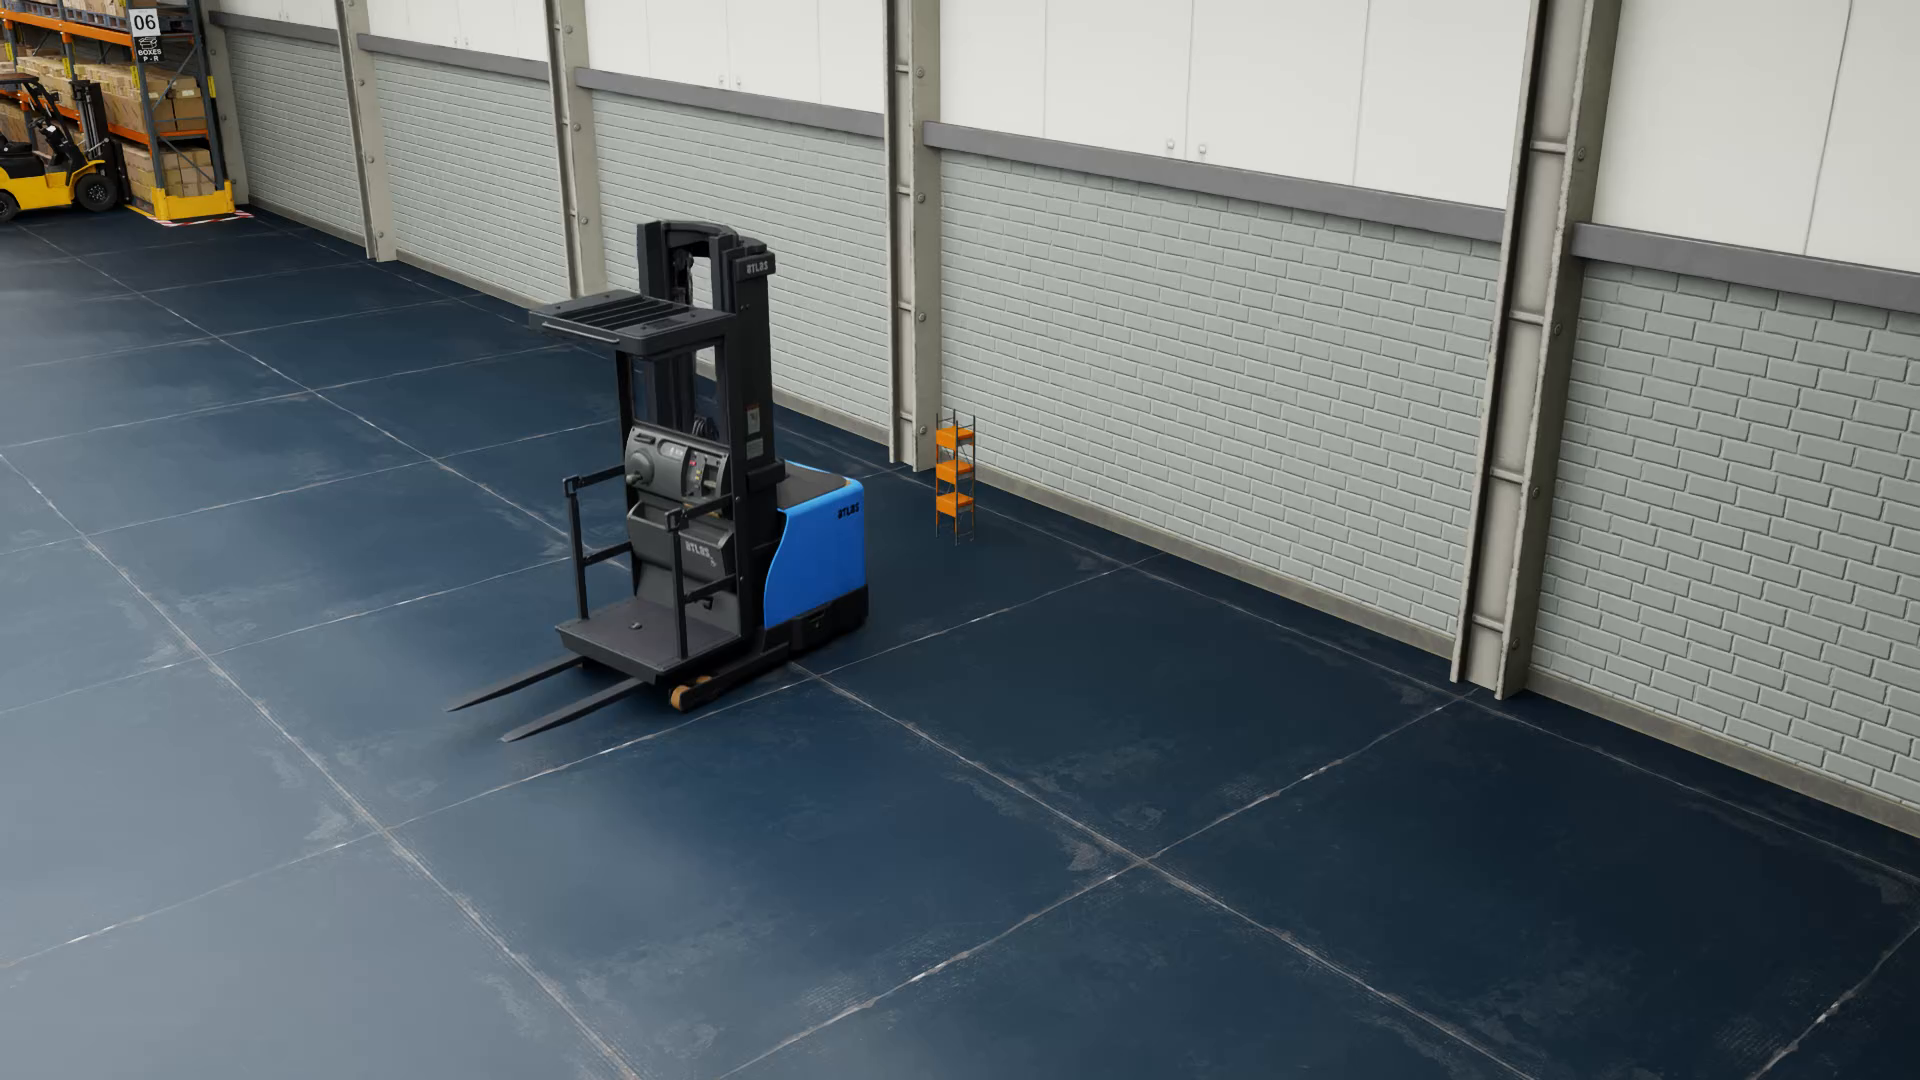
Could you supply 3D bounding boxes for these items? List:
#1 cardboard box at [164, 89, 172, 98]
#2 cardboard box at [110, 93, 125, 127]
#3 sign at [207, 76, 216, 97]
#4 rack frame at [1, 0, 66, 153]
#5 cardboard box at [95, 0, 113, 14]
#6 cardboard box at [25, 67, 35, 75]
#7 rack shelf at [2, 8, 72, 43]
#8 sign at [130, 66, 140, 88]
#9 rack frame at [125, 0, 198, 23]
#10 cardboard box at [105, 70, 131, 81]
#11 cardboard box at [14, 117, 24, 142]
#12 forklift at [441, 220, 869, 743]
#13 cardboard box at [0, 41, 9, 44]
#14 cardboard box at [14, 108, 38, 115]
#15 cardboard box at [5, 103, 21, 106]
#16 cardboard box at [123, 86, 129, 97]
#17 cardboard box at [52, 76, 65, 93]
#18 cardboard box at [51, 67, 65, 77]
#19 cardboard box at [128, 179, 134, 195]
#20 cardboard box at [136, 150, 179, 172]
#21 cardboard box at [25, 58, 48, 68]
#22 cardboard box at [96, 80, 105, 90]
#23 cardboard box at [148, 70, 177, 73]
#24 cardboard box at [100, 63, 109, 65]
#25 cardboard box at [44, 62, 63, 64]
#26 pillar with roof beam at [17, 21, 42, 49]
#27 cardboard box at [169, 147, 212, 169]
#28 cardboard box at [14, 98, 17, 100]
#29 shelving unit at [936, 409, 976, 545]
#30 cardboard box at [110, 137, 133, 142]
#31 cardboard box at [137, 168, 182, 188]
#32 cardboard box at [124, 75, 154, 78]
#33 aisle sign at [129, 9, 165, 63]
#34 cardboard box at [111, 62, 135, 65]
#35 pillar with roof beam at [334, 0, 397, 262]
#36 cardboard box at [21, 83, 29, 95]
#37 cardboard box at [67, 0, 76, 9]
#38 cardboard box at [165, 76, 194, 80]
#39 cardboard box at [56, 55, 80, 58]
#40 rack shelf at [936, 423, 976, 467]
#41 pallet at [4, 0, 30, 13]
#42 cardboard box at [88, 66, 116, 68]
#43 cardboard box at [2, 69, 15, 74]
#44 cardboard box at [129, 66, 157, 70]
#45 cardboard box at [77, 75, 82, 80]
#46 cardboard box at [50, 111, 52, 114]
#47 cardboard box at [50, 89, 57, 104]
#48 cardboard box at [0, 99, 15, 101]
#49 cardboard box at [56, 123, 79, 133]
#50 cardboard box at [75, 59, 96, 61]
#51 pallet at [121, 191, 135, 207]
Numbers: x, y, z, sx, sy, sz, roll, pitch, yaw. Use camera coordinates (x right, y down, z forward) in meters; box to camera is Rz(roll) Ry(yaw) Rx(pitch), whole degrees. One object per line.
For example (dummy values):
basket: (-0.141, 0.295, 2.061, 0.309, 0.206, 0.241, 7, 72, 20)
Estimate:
cardboard box: (-12.618, -7.225, 26.791, 0.380, 0.149, 0.250, -17, 27, -37)
cardboard box: (-13.570, -7.075, 27.297, 0.500, 0.500, 0.500, -18, 28, -38)
sign: (-11.959, -7.238, 26.556, 0.100, 0.325, 0.005, -17, 27, -37)
rack frame: (-17.606, -8.878, 32.038, 1.000, 3.000, 0.127, -17, 27, -37)
cardboard box: (-13.450, -8.724, 26.682, 0.700, 0.500, 0.500, -17, 27, -37)
cardboard box: (-17.175, -8.722, 31.159, 0.500, 0.250, 0.500, -16, 27, -36)
rack shelf: (-16.300, -9.387, 30.211, 1.077, 0.370, 4.000, -17, 27, -37)
sign: (-12.804, -7.192, 25.820, 0.100, 0.325, 0.005, -17, 27, -37)
rack frame: (-12.384, -9.461, 25.301, 1.000, 3.000, 0.127, -17, 27, -37)
cardboard box: (-13.934, -7.700, 27.595, 0.380, 0.149, 0.250, -17, 27, -37)
cardboard box: (-18.363, -8.116, 32.944, 0.500, 0.500, 0.500, -18, 28, -38)
forklift: (-1.978, -0.468, 10.660, 1.130, 2.935, 3.031, 17, 27, 36)
cardboard box: (-19.732, -9.895, 33.922, 0.700, 0.500, 0.500, -17, 27, -37)
cardboard box: (-18.460, -8.439, 32.880, 0.380, 0.149, 0.250, -19, 28, -39)
cardboard box: (-19.086, -8.741, 33.650, 0.380, 0.149, 0.250, -17, 27, -37)
cardboard box: (-13.288, -7.266, 26.897, 0.380, 0.149, 0.250, -18, 27, -38)
cardboard box: (-15.850, -8.151, 29.702, 0.500, 0.250, 0.500, -18, 28, -39)
cardboard box: (-15.960, -8.351, 29.666, 0.380, 0.149, 0.250, -19, 28, -39)
cardboard box: (-13.567, -5.918, 27.674, 0.500, 0.250, 0.500, -17, 27, -37)
cardboard box: (-12.921, -6.101, 26.773, 0.500, 0.250, 0.500, -16, 27, -36)
cardboard box: (-17.258, -8.930, 31.144, 0.380, 0.149, 0.250, -17, 27, -36)
cardboard box: (-14.172, -7.610, 27.775, 0.380, 0.149, 0.250, -19, 28, -39)
cardboard box: (-13.207, -7.683, 27.553, 0.380, 0.149, 0.250, -18, 28, -39)
cardboard box: (-15.685, -8.566, 30.215, 0.380, 0.149, 0.250, -17, 27, -37)
cardboard box: (-16.527, -8.665, 30.469, 0.380, 0.149, 0.250, -17, 27, -37)
pillar with roof beam: (-23.250, -12.159, 32.188, 9.100, 9.000, 0.400, -17, 27, -37)
cardboard box: (-12.554, -6.226, 27.091, 0.500, 0.250, 0.500, -18, 28, -38)
cardboard box: (-19.582, -9.212, 34.854, 0.380, 0.149, 0.250, -17, 27, -37)
shelving unit: (-0.035, -0.504, 13.330, 0.215, 1.050, 0.252, -17, 27, -37)
cardboard box: (-14.257, -6.667, 28.216, 0.500, 0.250, 0.500, -16, 27, -36)
cardboard box: (-12.938, -5.876, 26.882, 0.500, 0.250, 0.500, -18, 28, -38)
cardboard box: (-13.259, -7.417, 26.873, 0.380, 0.149, 0.250, -17, 27, -37)
aisle sign: (-12.563, -7.790, 25.696, 0.394, 0.787, 0.004, -17, 27, -37)
cardboard box: (-14.557, -8.244, 28.984, 0.380, 0.149, 0.250, -17, 27, -37)
pillar with roof beam: (-11.500, -7.185, 19.491, 9.100, 9.000, 0.400, -17, 27, -37)
cardboard box: (-17.501, -8.627, 31.604, 0.500, 0.250, 0.500, -17, 27, -37)
cardboard box: (-14.636, -9.082, 27.856, 0.500, 0.311, 0.500, -17, 27, -36)
cardboard box: (-12.567, -7.387, 26.796, 0.380, 0.149, 0.250, -16, 27, -36)
cardboard box: (-16.985, -9.139, 31.678, 0.380, 0.149, 0.250, -17, 27, -36)
rack shelf: (-0.035, -0.758, 13.231, 0.215, 0.259, 0.240, -17, 27, -37)
pallet: (-17.095, -10.021, 31.101, 1.213, 0.211, 1.003, -16, 26, -35)
cardboard box: (-14.599, -7.982, 28.316, 0.380, 0.149, 0.250, -18, 28, -38)
cardboard box: (-18.325, -9.047, 32.237, 0.380, 0.149, 0.250, -17, 27, -36)
cardboard box: (-13.877, -7.964, 28.270, 0.380, 0.149, 0.250, -18, 28, -38)
cardboard box: (-14.986, -7.971, 28.695, 0.380, 0.149, 0.250, -18, 28, -38)
cardboard box: (-17.863, -8.510, 33.060, 0.380, 0.149, 0.250, -16, 27, -36)
cardboard box: (-16.155, -8.062, 30.160, 0.500, 0.250, 0.500, -17, 27, -37)
cardboard box: (-19.769, -9.028, 34.383, 0.380, 0.149, 0.250, -19, 28, -40)
cardboard box: (-16.337, -7.428, 31.015, 0.875, 0.625, 0.625, -19, 28, -40)
cardboard box: (-16.311, -8.862, 30.971, 0.380, 0.149, 0.250, -18, 28, -38)
pallet: (-13.707, -5.908, 28.277, 1.003, 0.211, 1.213, -17, 27, -37)
